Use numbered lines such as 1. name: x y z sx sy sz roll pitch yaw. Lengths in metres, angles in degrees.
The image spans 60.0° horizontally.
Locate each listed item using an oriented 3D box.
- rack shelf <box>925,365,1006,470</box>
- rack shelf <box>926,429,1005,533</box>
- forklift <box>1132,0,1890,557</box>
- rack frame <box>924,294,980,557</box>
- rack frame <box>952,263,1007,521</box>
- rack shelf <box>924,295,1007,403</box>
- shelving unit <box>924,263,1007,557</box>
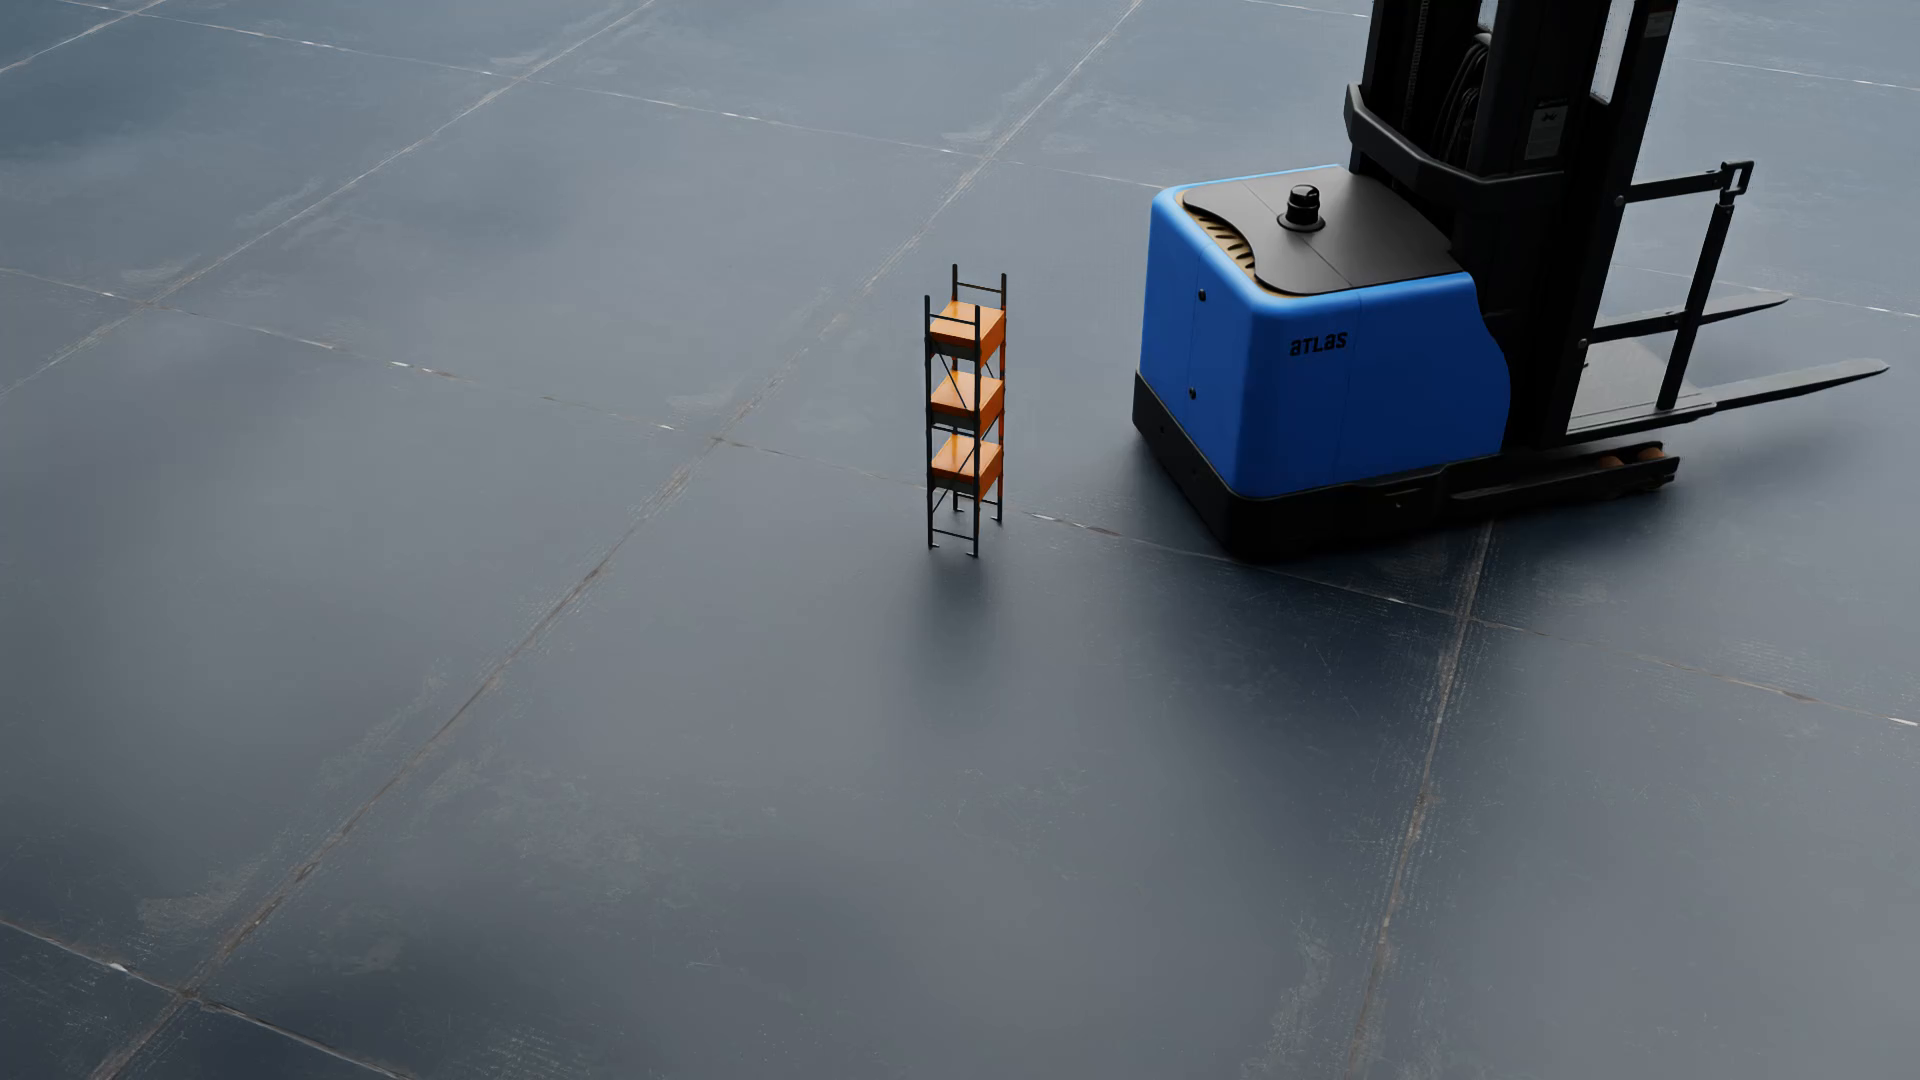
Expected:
1. rack shelf: 0.020 -0.442 5.982 0.215 0.259 0.240 14 39 18
2. rack shelf: 0.020 -0.219 6.148 0.215 0.259 0.240 14 39 18
3. forklift: 2.277 -1.622 5.972 3.031 2.935 1.130 -11 38 -14
4. rack frame: -0.026 -0.383 5.885 0.200 1.050 0.008 14 39 18
5. rack frame: 0.067 -0.518 6.066 0.200 1.050 0.008 14 39 18
6. rack shelf: 0.020 -0.669 5.812 0.215 0.259 0.240 14 39 18
7. shelving unit: 0.020 -0.450 5.975 0.215 1.050 0.252 14 39 18
